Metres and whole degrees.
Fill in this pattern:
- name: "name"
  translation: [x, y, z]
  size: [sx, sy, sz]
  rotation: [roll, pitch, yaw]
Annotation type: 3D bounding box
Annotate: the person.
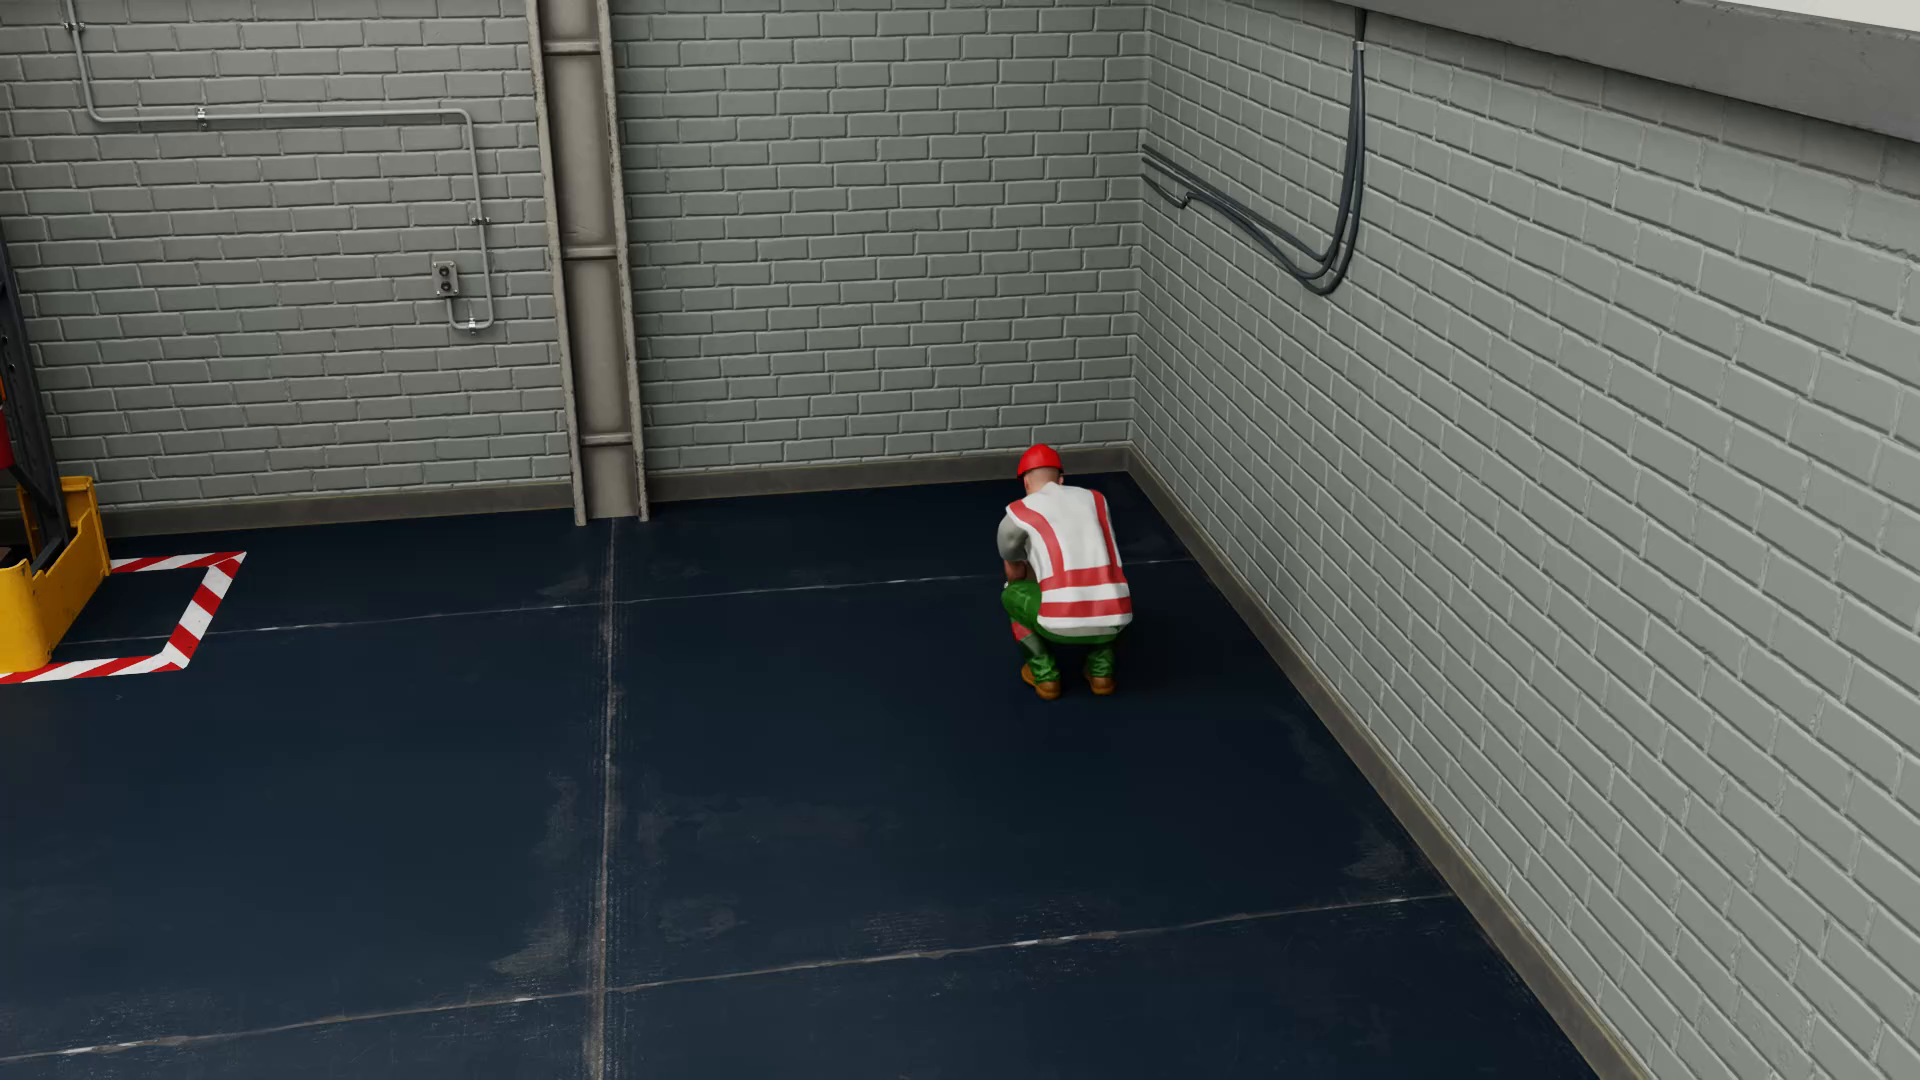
- name: "person"
  translation: [0.449, 0.129, 7.295]
  size: [0.555, 0.989, 0.880]
  rotation: [-4, 23, -10]
